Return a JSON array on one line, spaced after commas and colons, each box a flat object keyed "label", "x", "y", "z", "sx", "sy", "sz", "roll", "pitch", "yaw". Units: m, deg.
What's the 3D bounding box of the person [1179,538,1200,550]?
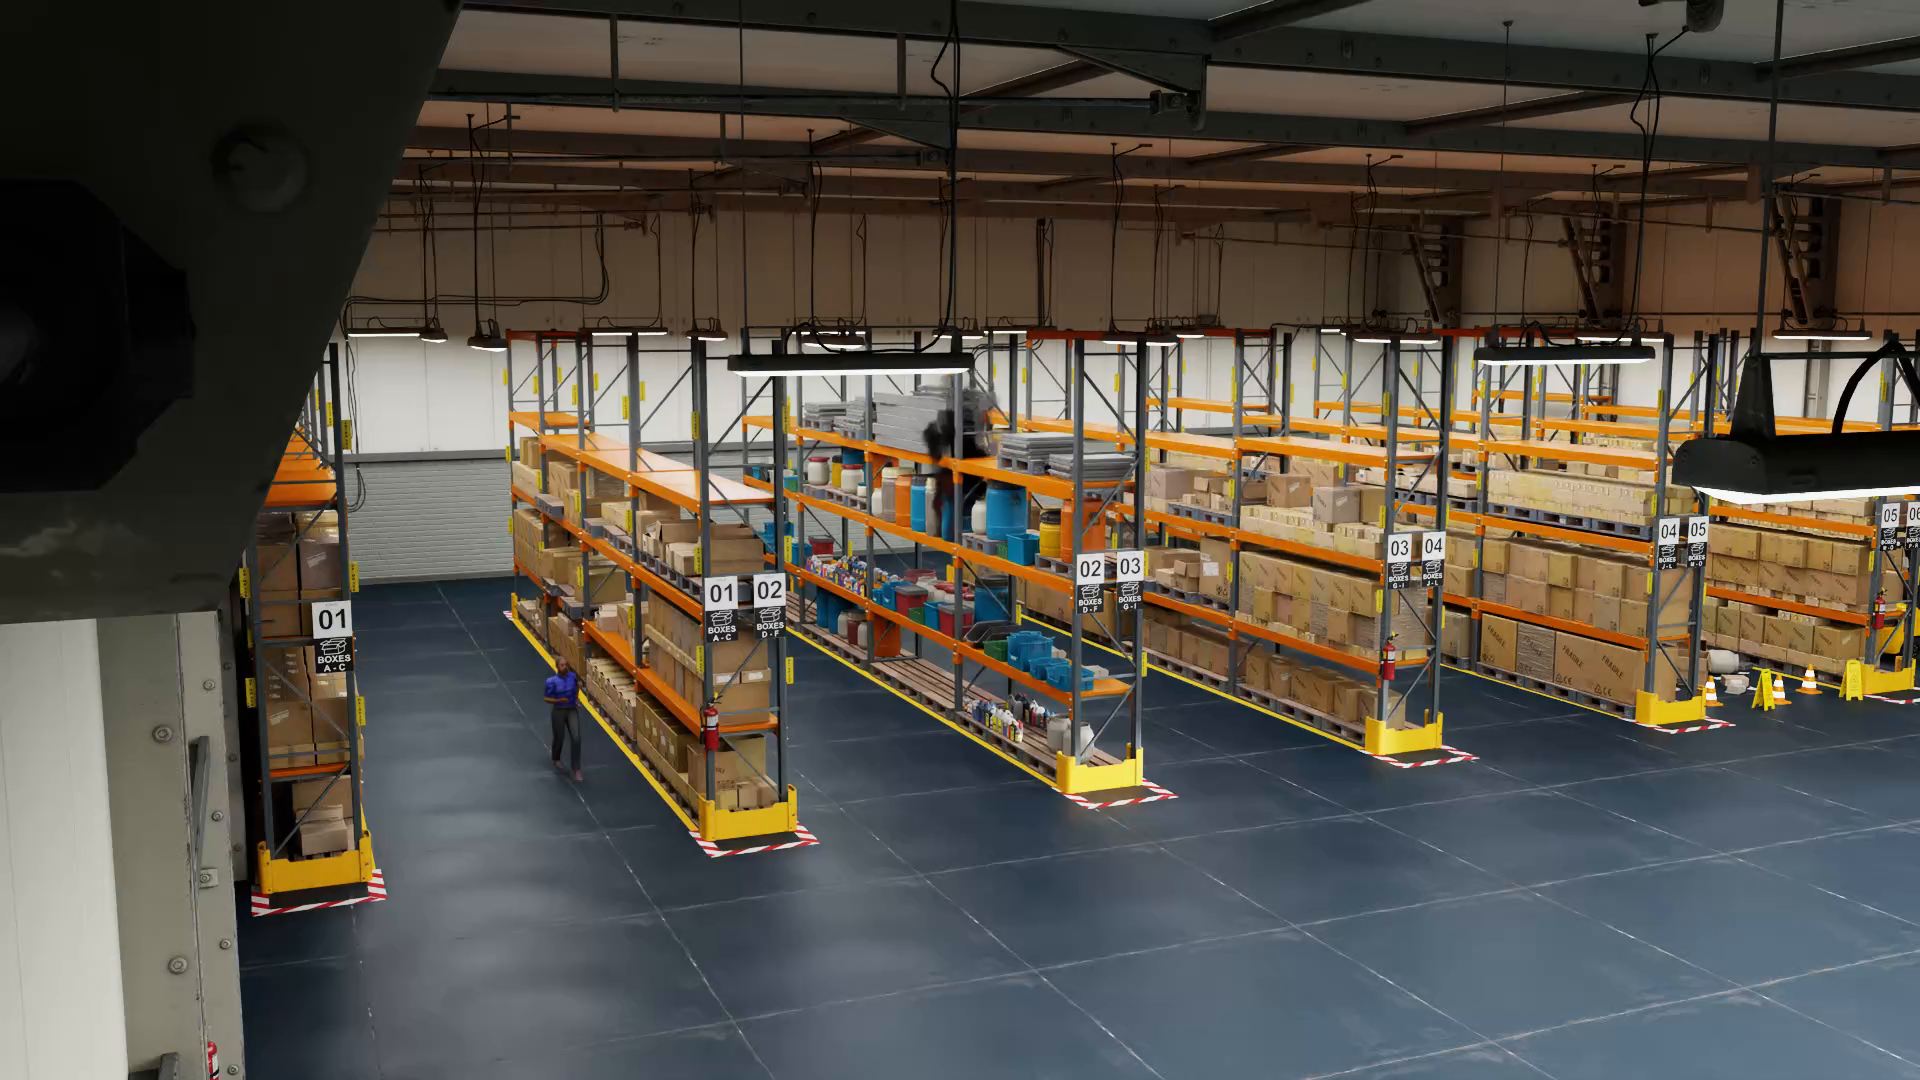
[{"label": "person", "x": 5.909, "y": -0.313, "z": 42.438, "sx": 0.970, "sy": 1.751, "sz": 0.720, "roll": -3, "pitch": 8, "yaw": -22}]

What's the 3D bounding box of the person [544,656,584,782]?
[{"label": "person", "x": -5.430, "y": 2.428, "z": 22.773, "sx": 0.564, "sy": 1.716, "sz": 0.794, "roll": -4, "pitch": 9, "yaw": -30}]

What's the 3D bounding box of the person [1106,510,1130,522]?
[{"label": "person", "x": 3.735, "y": -0.113, "z": 40.893, "sx": 0.725, "sy": 1.815, "sz": 0.727, "roll": 7, "pitch": 10, "yaw": 40}]
